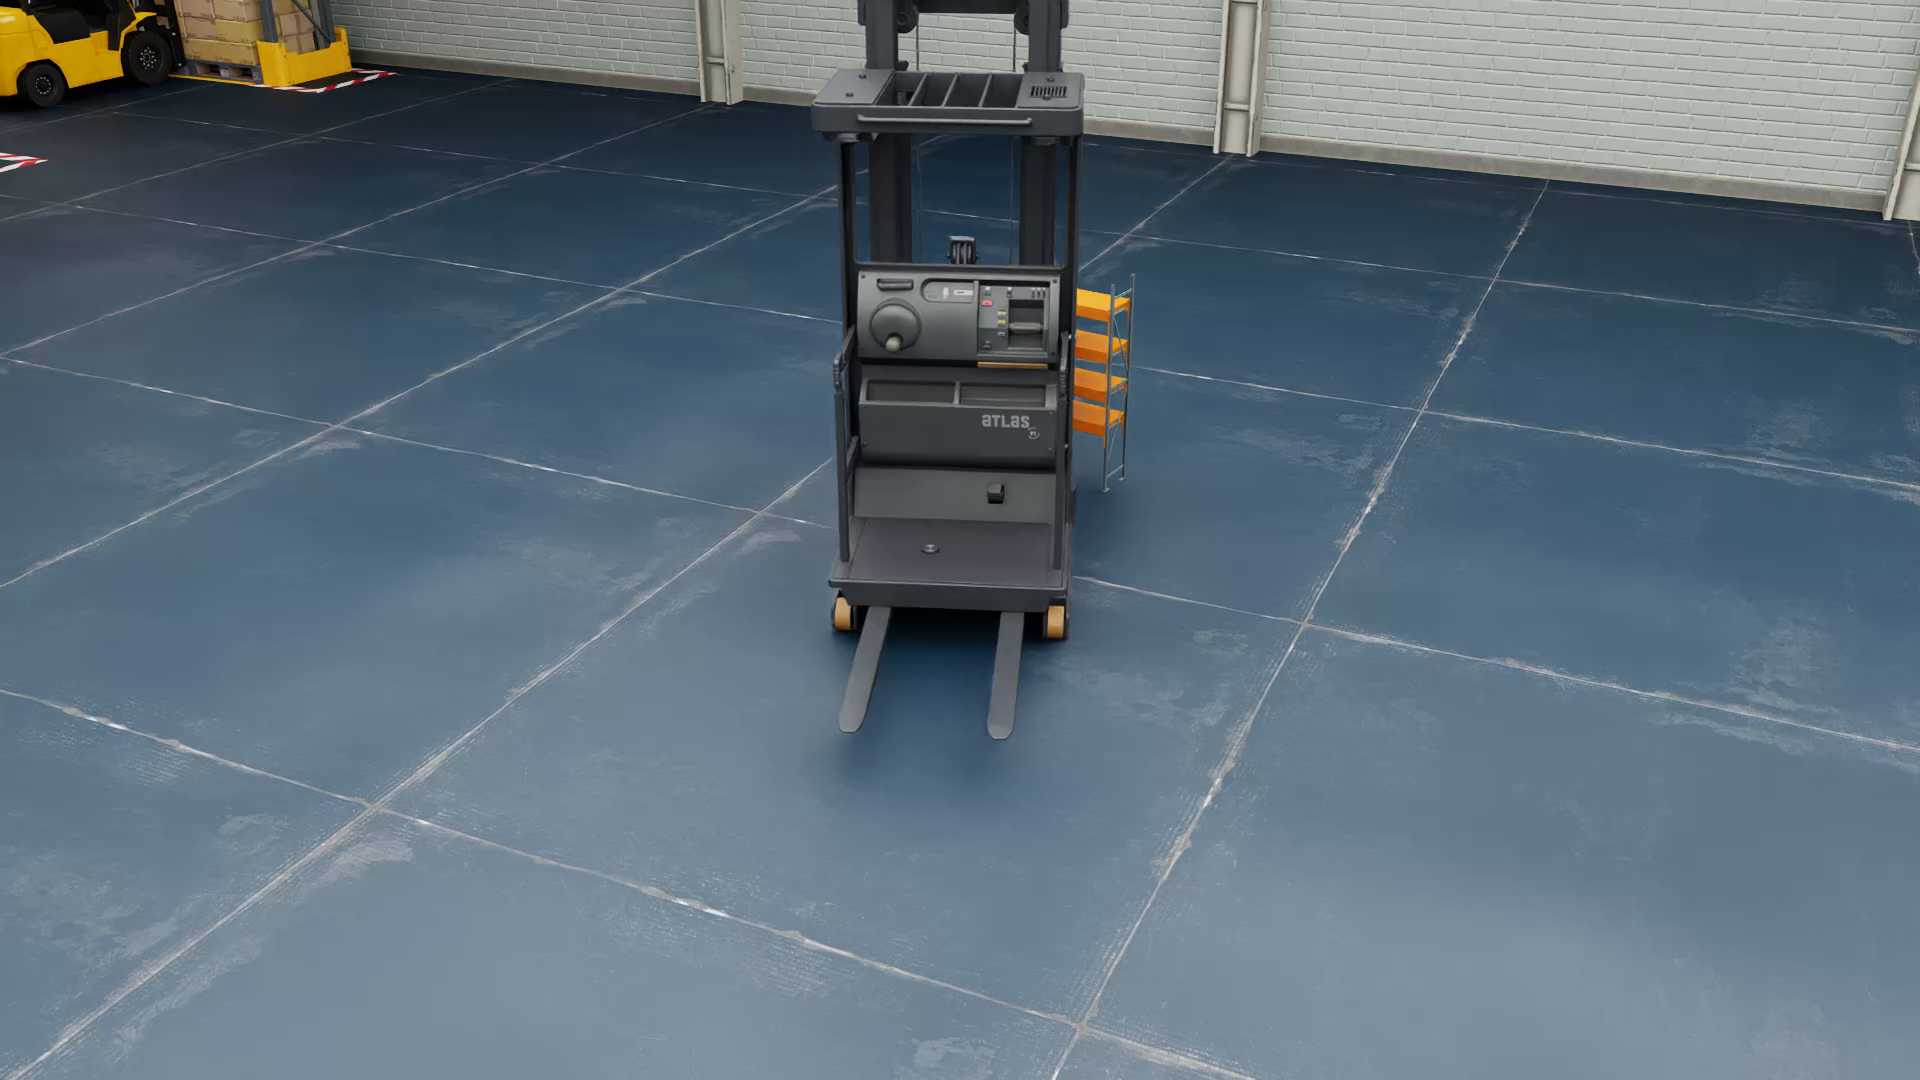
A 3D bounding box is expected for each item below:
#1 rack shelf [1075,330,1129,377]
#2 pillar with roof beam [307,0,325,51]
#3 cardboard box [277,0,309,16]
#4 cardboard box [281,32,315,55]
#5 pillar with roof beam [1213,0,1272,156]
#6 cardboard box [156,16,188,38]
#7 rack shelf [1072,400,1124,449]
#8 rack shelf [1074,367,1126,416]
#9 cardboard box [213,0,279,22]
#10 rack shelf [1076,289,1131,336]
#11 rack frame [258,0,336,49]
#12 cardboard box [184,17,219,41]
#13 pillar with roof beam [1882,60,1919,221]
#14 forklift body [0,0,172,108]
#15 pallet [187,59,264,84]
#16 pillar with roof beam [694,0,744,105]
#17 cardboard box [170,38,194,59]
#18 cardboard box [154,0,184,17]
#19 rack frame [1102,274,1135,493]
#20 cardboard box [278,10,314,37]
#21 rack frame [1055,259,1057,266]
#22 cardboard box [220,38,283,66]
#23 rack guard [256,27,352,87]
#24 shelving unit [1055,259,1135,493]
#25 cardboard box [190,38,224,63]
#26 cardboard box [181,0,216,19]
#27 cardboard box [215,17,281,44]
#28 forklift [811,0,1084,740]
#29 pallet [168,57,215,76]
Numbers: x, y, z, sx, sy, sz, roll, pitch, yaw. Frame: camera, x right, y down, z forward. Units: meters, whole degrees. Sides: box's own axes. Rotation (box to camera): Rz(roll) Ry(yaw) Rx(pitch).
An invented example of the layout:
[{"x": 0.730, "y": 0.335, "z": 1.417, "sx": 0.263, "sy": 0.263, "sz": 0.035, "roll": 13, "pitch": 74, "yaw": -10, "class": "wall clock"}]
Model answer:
[{"x": 0.665, "y": -1.048, "z": 9.166, "sx": 0.480, "sy": 0.148, "sz": 0.258, "roll": 16, "pitch": 31, "yaw": 30, "class": "rack shelf"}, {"x": -9.938, "y": -8.394, "z": 15.612, "sx": 0.400, "sy": 9.000, "sz": 9.100, "roll": 11, "pitch": 28, "yaw": 22, "class": "pillar with roof beam"}, {"x": -8.254, "y": -6.511, "z": 20.085, "sx": 0.500, "sy": 0.250, "sz": 0.500, "roll": 11, "pitch": 28, "yaw": 21, "class": "cardboard box"}, {"x": -8.261, "y": -6.067, "z": 20.315, "sx": 0.500, "sy": 0.250, "sz": 0.500, "roll": 11, "pitch": 28, "yaw": 22, "class": "cardboard box"}, {"x": 0.986, "y": -6.200, "z": 11.155, "sx": 0.400, "sy": 9.000, "sz": 9.100, "roll": 11, "pitch": 28, "yaw": 22, "class": "pillar with roof beam"}, {"x": -9.398, "y": -6.268, "z": 20.157, "sx": 0.500, "sy": 0.250, "sz": 0.500, "roll": 11, "pitch": 28, "yaw": 21, "class": "cardboard box"}, {"x": 0.665, "y": -0.669, "z": 9.352, "sx": 0.480, "sy": 0.148, "sz": 0.258, "roll": 16, "pitch": 31, "yaw": 30, "class": "rack shelf"}, {"x": 0.665, "y": -0.847, "z": 9.265, "sx": 0.480, "sy": 0.148, "sz": 0.258, "roll": 16, "pitch": 31, "yaw": 30, "class": "rack shelf"}, {"x": -8.443, "y": -6.306, "z": 19.668, "sx": 0.500, "sy": 0.250, "sz": 0.500, "roll": 12, "pitch": 29, "yaw": 24, "class": "cardboard box"}, {"x": 0.665, "y": -1.260, "z": 9.061, "sx": 0.480, "sy": 0.148, "sz": 0.258, "roll": 16, "pitch": 31, "yaw": 30, "class": "rack shelf"}, {"x": -7.895, "y": -6.944, "z": 19.458, "sx": 0.127, "sy": 3.000, "sz": 1.000, "roll": 11, "pitch": 28, "yaw": 22, "class": "rack frame"}, {"x": -8.920, "y": -6.182, "z": 19.983, "sx": 0.500, "sy": 0.250, "sz": 0.500, "roll": 11, "pitch": 28, "yaw": 21, "class": "cardboard box"}, {"x": 6.448, "y": -5.103, "z": 8.927, "sx": 0.400, "sy": 9.000, "sz": 9.100, "roll": 11, "pitch": 28, "yaw": 22, "class": "pillar with roof beam"}, {"x": -10.377, "y": -6.176, "z": 18.860, "sx": 1.214, "sy": 2.155, "sz": 2.313, "roll": 11, "pitch": 28, "yaw": 22, "class": "forklift body"}, {"x": -8.609, "y": -5.816, "z": 20.324, "sx": 1.213, "sy": 0.211, "sz": 1.003, "roll": 11, "pitch": 28, "yaw": 22, "class": "pallet"}, {"x": -4.476, "y": -7.297, "z": 13.384, "sx": 0.400, "sy": 9.000, "sz": 9.100, "roll": 11, "pitch": 28, "yaw": 22, "class": "pillar with roof beam"}, {"x": -9.354, "y": -6.047, "z": 20.275, "sx": 0.500, "sy": 0.250, "sz": 0.500, "roll": 12, "pitch": 29, "yaw": 22, "class": "cardboard box"}, {"x": -9.374, "y": -6.485, "z": 20.032, "sx": 0.500, "sy": 0.250, "sz": 0.500, "roll": 12, "pitch": 29, "yaw": 22, "class": "cardboard box"}, {"x": 0.868, "y": -0.848, "z": 9.114, "sx": 0.015, "sy": 1.200, "sz": 0.240, "roll": 16, "pitch": 31, "yaw": 30, "class": "rack frame"}, {"x": -8.237, "y": -6.293, "z": 20.206, "sx": 0.500, "sy": 0.250, "sz": 0.500, "roll": 12, "pitch": 29, "yaw": 23, "class": "cardboard box"}, {"x": 0.462, "y": -0.967, "z": 9.357, "sx": 0.015, "sy": 1.200, "sz": 0.240, "roll": 16, "pitch": 31, "yaw": 30, "class": "rack frame"}, {"x": -8.454, "y": -5.858, "z": 19.889, "sx": 0.500, "sy": 0.250, "sz": 0.500, "roll": 12, "pitch": 28, "yaw": 22, "class": "cardboard box"}, {"x": -7.873, "y": -5.818, "z": 20.001, "sx": 0.348, "sy": 0.500, "sz": 1.175, "roll": 11, "pitch": 28, "yaw": 22, "class": "rack guard"}, {"x": 0.665, "y": -0.908, "z": 9.235, "sx": 0.503, "sy": 1.200, "sz": 0.258, "roll": 16, "pitch": 31, "yaw": 30, "class": "shelving unit"}, {"x": -8.902, "y": -5.952, "z": 20.082, "sx": 0.500, "sy": 0.250, "sz": 0.500, "roll": 11, "pitch": 28, "yaw": 22, "class": "cardboard box"}, {"x": -8.911, "y": -6.397, "z": 19.853, "sx": 0.500, "sy": 0.250, "sz": 0.500, "roll": 12, "pitch": 29, "yaw": 23, "class": "cardboard box"}, {"x": -8.468, "y": -6.086, "z": 19.788, "sx": 0.500, "sy": 0.250, "sz": 0.500, "roll": 11, "pitch": 28, "yaw": 21, "class": "cardboard box"}, {"x": -0.024, "y": -1.000, "z": 7.464, "sx": 1.130, "sy": 2.935, "sz": 3.031, "roll": 2, "pitch": 26, "yaw": 4, "class": "forklift"}, {"x": -9.715, "y": -6.040, "z": 20.778, "sx": 1.213, "sy": 0.211, "sz": 1.003, "roll": 11, "pitch": 28, "yaw": 22, "class": "pallet"}]
